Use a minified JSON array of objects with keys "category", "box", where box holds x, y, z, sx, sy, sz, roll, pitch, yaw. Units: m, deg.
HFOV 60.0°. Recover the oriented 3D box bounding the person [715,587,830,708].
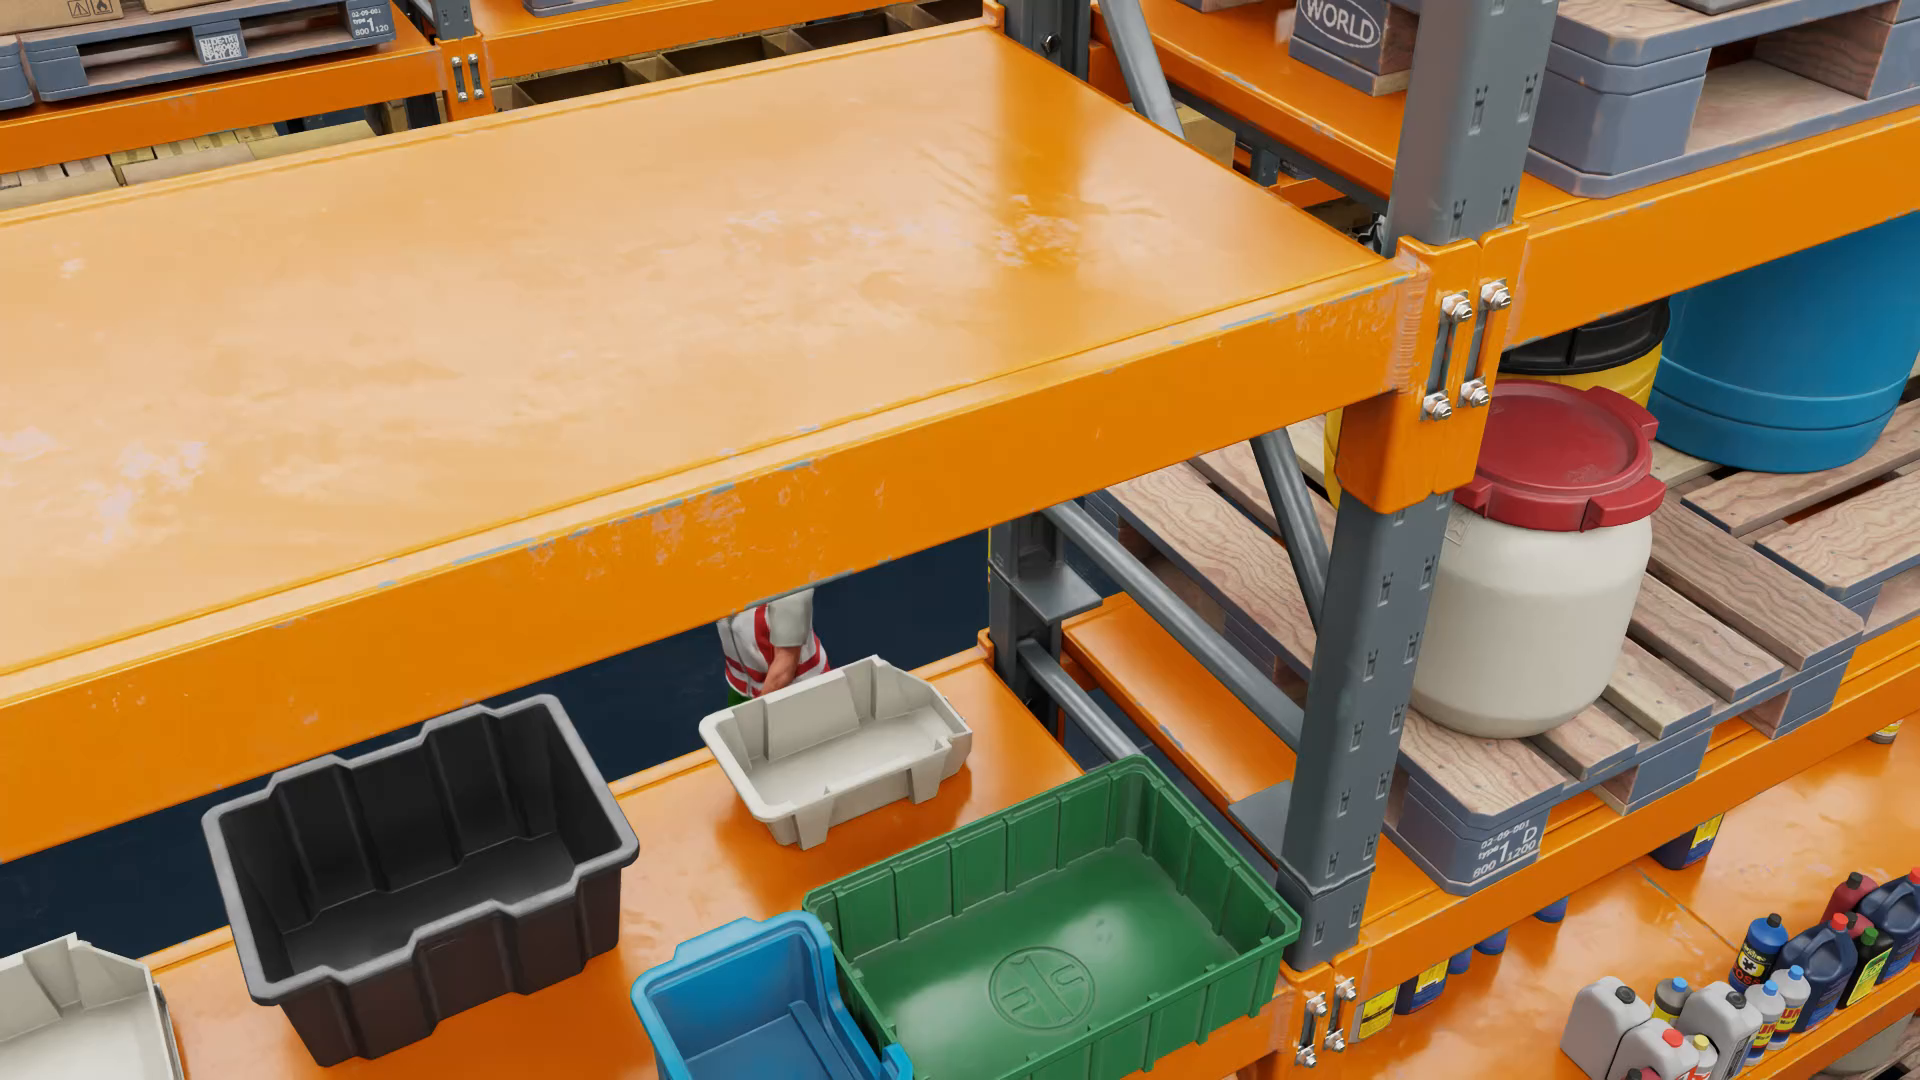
[{"category":"person","box":[-0.695,0.502,6.233,0.543,1.761,0.851,23,42,27]}]
